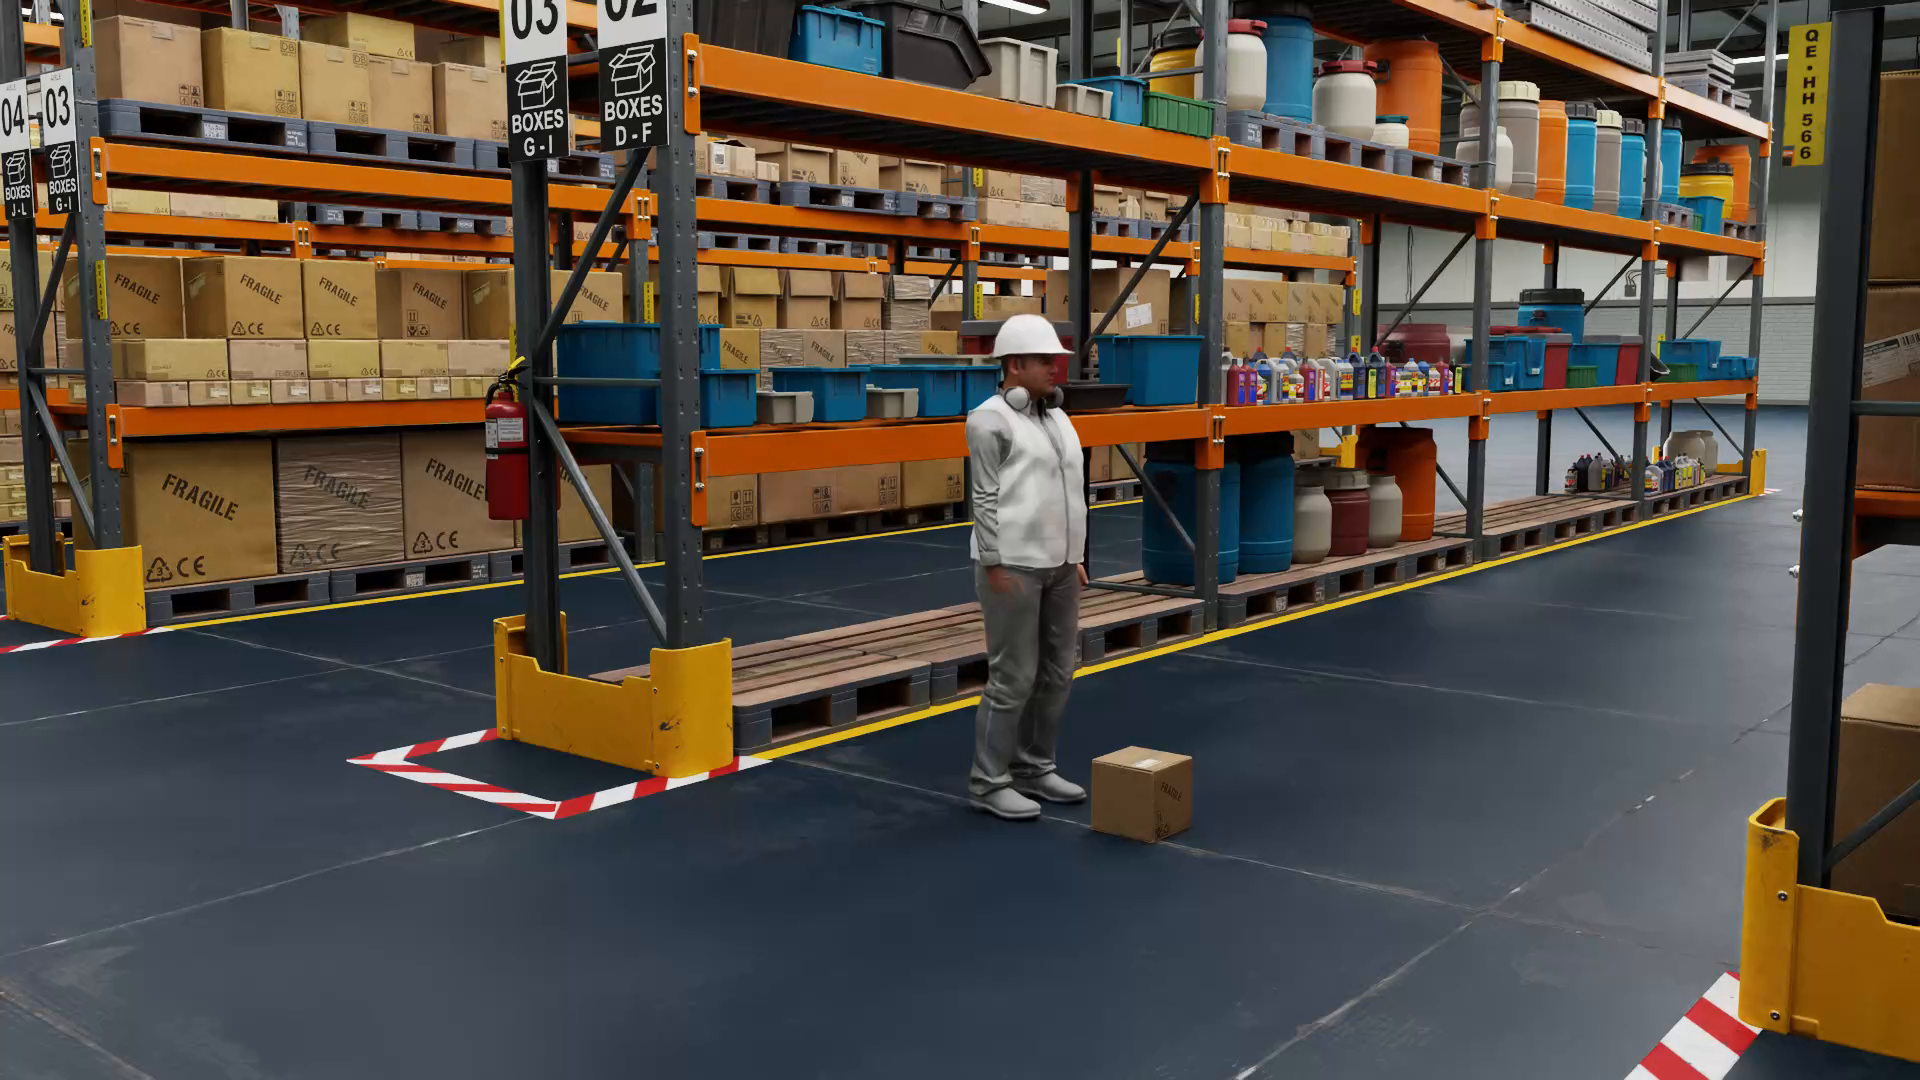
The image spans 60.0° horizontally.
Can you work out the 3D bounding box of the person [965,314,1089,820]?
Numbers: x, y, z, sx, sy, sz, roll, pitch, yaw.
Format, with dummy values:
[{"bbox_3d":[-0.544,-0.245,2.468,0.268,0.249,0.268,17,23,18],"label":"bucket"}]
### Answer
[{"bbox_3d":[0.256,0.082,5.950,0.360,1.767,0.532,6,9,40],"label":"person"}]
